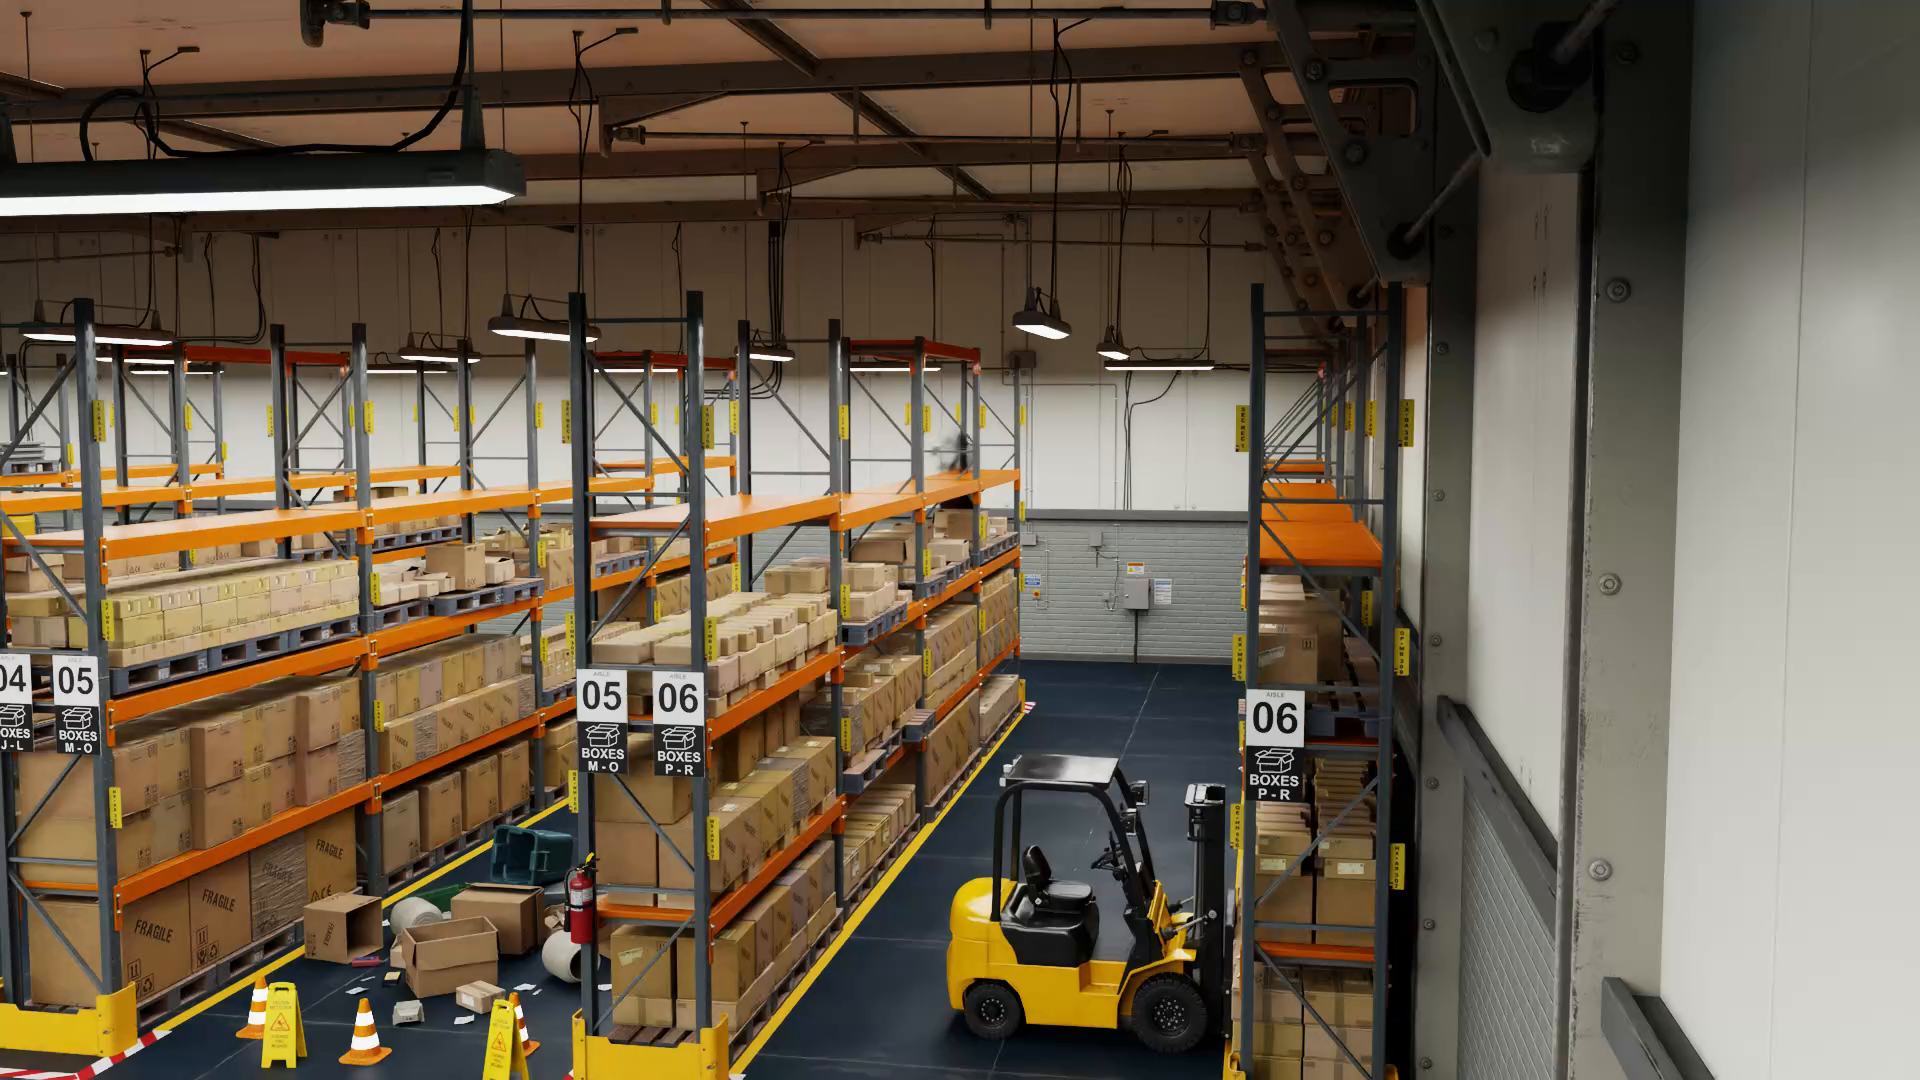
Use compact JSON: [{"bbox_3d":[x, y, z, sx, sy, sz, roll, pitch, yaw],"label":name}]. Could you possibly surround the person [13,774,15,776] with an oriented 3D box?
[{"bbox_3d":[-12.472,2.571,21.150,0.709,1.756,0.947,1,5,12],"label":"person"}]
